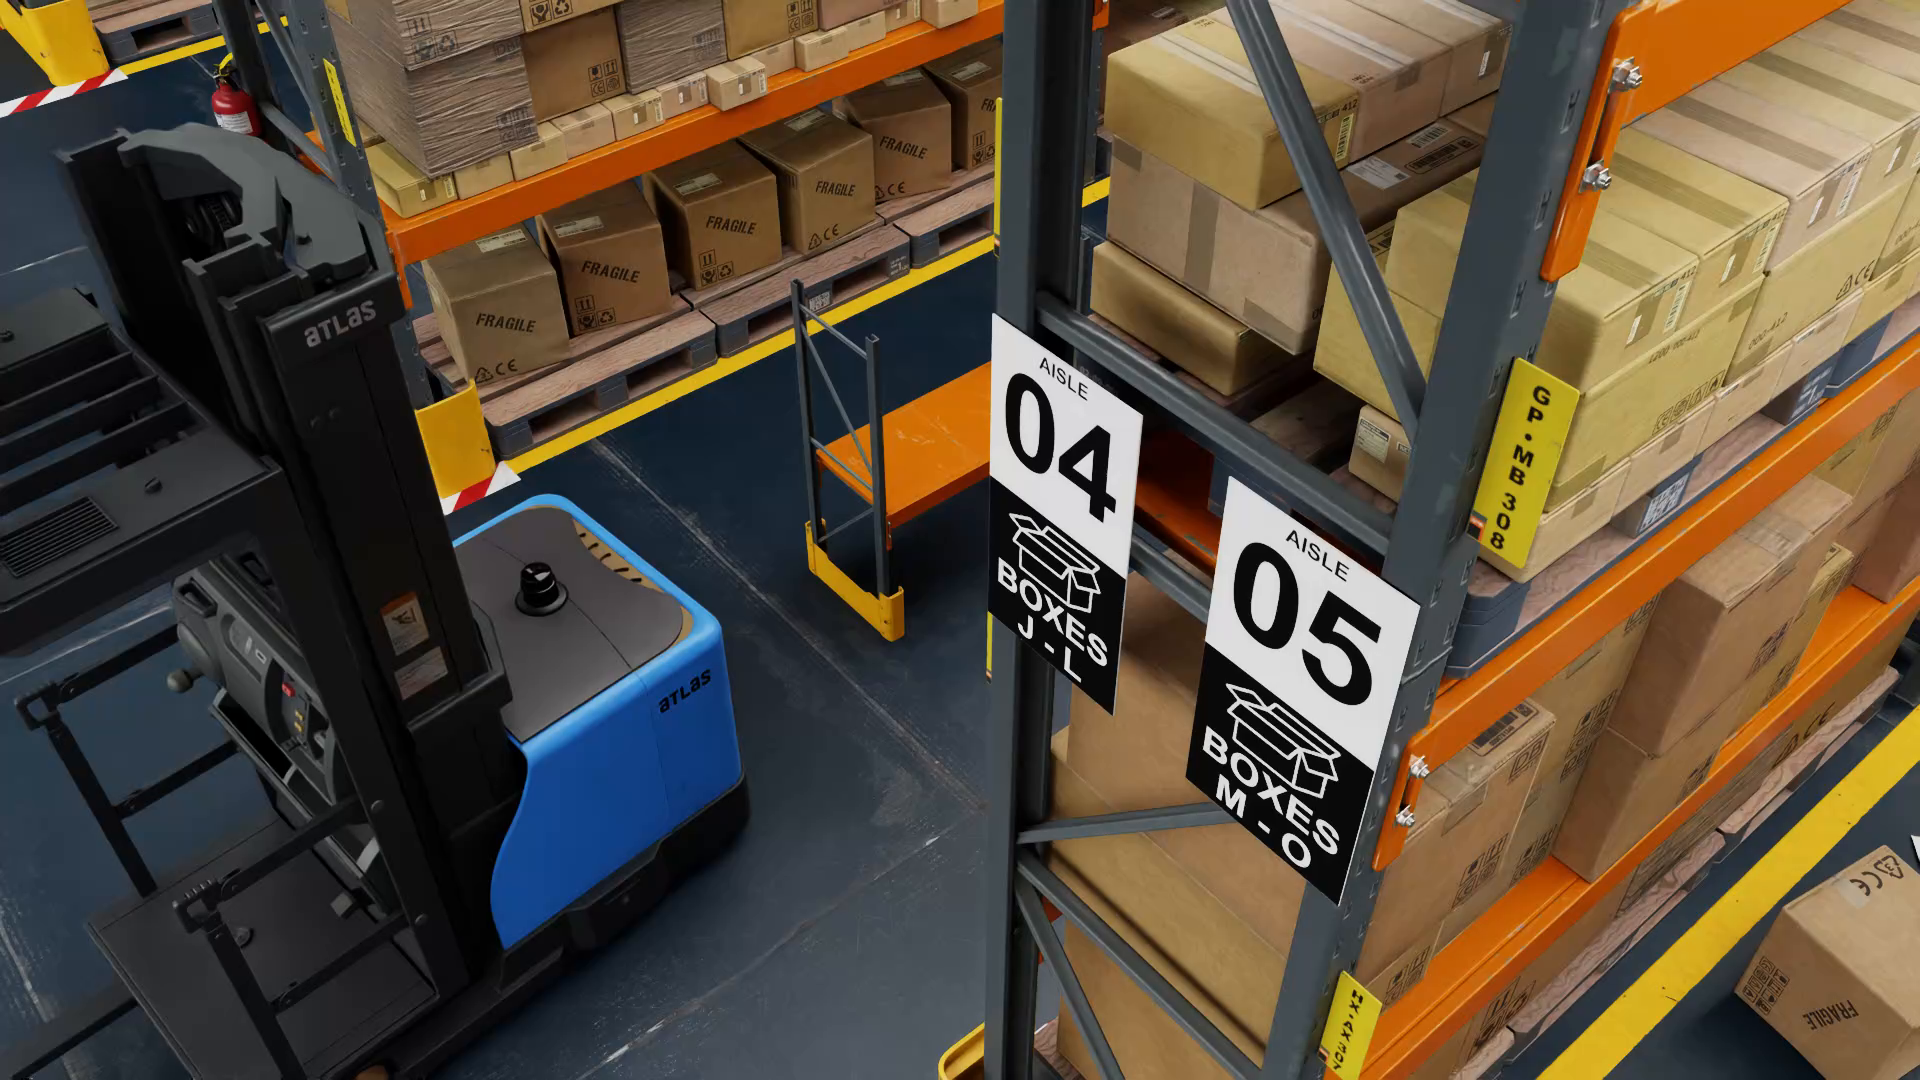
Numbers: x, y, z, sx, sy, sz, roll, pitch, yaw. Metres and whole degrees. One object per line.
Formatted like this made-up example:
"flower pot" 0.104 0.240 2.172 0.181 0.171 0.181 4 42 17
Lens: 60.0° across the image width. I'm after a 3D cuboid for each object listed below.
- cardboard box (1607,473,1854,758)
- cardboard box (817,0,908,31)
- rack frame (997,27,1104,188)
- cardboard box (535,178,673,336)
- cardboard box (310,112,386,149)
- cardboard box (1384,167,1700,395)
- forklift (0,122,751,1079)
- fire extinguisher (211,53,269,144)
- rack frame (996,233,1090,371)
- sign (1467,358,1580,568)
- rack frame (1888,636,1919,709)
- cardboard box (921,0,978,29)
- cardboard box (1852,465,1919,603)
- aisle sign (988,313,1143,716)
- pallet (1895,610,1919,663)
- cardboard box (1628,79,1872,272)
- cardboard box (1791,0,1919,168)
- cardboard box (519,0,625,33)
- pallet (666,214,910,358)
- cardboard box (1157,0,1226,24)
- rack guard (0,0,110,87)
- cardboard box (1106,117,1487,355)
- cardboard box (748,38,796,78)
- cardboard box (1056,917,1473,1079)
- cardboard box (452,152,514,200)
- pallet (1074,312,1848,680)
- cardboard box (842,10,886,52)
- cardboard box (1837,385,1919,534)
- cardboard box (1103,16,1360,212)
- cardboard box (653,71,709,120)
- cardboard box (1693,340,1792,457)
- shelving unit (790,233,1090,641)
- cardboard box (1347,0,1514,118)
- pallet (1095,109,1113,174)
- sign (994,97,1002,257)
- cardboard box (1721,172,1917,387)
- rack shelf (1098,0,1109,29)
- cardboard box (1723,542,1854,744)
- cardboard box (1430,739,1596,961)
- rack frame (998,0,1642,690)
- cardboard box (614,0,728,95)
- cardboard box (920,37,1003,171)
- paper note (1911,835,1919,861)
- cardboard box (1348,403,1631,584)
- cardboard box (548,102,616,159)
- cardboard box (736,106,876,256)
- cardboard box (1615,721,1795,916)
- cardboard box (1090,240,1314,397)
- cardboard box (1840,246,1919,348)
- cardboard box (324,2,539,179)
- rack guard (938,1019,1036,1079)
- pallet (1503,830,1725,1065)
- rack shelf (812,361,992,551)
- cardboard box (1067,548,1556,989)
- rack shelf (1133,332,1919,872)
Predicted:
"cardboard box" 1.624 -0.011 4.226 0.550 0.550 0.875 -30 51 -28
"cardboard box" -0.712 -2.868 7.876 0.500 0.500 0.875 -30 51 -28
"rack frame" 0.398 -3.362 8.692 0.127 3.000 1.000 -30 51 -28
"cardboard box" -1.744 -1.393 8.115 0.500 0.500 0.500 -17 46 -18
"cardboard box" -2.584 -1.747 7.156 0.250 0.149 0.380 -30 51 -28
"cardboard box" 0.895 -0.417 2.587 0.250 0.149 0.380 -29 50 -27
"forklift" -2.165 0.471 4.661 1.130 2.935 3.031 34 53 31
"fire extinguisher" -3.053 -1.768 7.052 0.183 0.674 0.296 -30 51 -28
"rack frame" 0.324 -0.733 6.988 0.032 1.500 0.500 -30 51 -28
"sign" 0.786 -0.103 2.334 0.005 0.325 0.100 -30 51 -28
"rack frame" 3.503 -0.713 5.871 0.127 3.000 1.000 -30 51 -28
"cardboard box" -0.126 -2.670 8.139 0.250 0.149 0.380 -30 51 -28
"cardboard box" 2.820 -0.346 5.371 0.550 0.550 0.875 -30 51 -28
"aisle sign" 0.188 -0.030 3.245 0.004 0.787 0.394 -30 51 -28
"pallet" 4.047 -0.075 7.229 1.213 0.211 1.003 -30 51 -28
"cardboard box" 1.284 -0.639 2.824 0.250 0.149 0.380 -30 51 -28
"cardboard box" 1.675 -0.863 3.062 0.250 0.149 0.380 -31 51 -29
"cardboard box" -1.685 -2.429 6.678 0.500 0.500 0.500 -30 51 -28
"pallet" -1.031 -1.493 8.739 1.213 0.211 1.003 -30 51 -28
"cardboard box" 1.261 -3.069 9.885 0.500 0.500 0.700 -30 51 -28
"rack guard" -5.820 -3.353 10.508 0.348 0.500 1.175 -30 51 -28
"cardboard box" 0.631 -0.654 3.131 0.500 0.250 0.500 -29 50 -27
"cardboard box" -0.979 -2.301 7.746 0.250 0.149 0.380 -30 51 -28
"cardboard box" 0.913 1.333 4.938 0.875 0.875 0.875 -29 51 -28
"cardboard box" -2.094 -1.613 7.013 0.250 0.149 0.380 -30 51 -28
"pallet" 0.997 -0.348 3.357 1.213 0.211 1.003 -30 51 -28
"cardboard box" -0.569 -2.498 7.956 0.250 0.149 0.380 -30 51 -28
"cardboard box" 2.348 -0.549 4.799 0.550 0.550 0.875 -30 51 -28
"cardboard box" 0.475 -0.764 2.956 0.250 0.149 0.380 -29 51 -28
"cardboard box" -1.344 -2.066 7.496 0.250 0.149 0.380 -30 51 -28
"cardboard box" 1.291 -0.351 3.099 0.250 0.149 0.380 -30 51 -28
"shelving unit" -0.058 -0.513 6.755 1.083 1.500 0.587 -30 51 -28
"cardboard box" 0.865 -0.985 3.192 0.250 0.149 0.380 -29 50 -27
"pallet" 0.994 -2.688 10.012 1.213 0.211 1.003 -30 51 -28
"sign" 0.097 -0.634 3.008 0.005 0.325 0.100 -30 51 -28
"cardboard box" 1.358 -0.593 3.066 0.500 0.250 0.500 -30 51 -28
"rack shelf" 1.932 -3.978 9.874 4.000 0.370 1.077 -30 51 -28
"cardboard box" 1.988 0.115 4.880 0.500 0.550 0.875 -30 51 -28
"cardboard box" 1.098 0.550 4.418 0.550 0.550 0.875 -30 51 -28
"rack frame" 0.435 -1.143 1.947 0.127 3.000 1.000 -30 51 -28
"cardboard box" -1.513 -2.456 7.438 0.500 0.500 0.875 -30 51 -28
"cardboard box" 0.066 -2.449 9.239 0.500 0.500 0.500 -31 52 -29
"paper note" 3.568 1.140 6.067 0.147 0.020 0.142 7 44 7
"cardboard box" 0.904 -0.129 2.863 0.250 0.149 0.380 -29 51 -28
"cardboard box" -1.714 -1.836 7.250 0.250 0.149 0.380 -30 51 -28
"cardboard box" -0.795 -1.879 8.633 0.500 0.500 0.500 34 53 31
"cardboard box" 2.287 0.546 5.776 0.875 0.875 0.875 -29 51 -28
"cardboard box" 0.472 -0.471 3.227 0.250 0.149 0.380 -30 51 -28
"cardboard box" 1.678 -0.573 3.335 0.250 0.149 0.380 -30 51 -28
"cardboard box" -2.230 -1.977 6.927 0.500 0.500 0.875 -30 51 -28
"rack guard" 0.416 1.966 4.845 0.348 0.500 1.175 -30 51 -28
"pallet" 1.933 1.135 5.941 1.213 0.211 1.003 -30 51 -28
"rack shelf" -0.065 -0.378 6.873 1.000 0.185 0.538 -30 51 -28
"cardboard box" 0.744 0.453 3.732 0.550 0.550 0.875 -30 51 -28
"rack shelf" 1.969 -0.665 4.155 4.000 0.370 1.077 -30 51 -28
